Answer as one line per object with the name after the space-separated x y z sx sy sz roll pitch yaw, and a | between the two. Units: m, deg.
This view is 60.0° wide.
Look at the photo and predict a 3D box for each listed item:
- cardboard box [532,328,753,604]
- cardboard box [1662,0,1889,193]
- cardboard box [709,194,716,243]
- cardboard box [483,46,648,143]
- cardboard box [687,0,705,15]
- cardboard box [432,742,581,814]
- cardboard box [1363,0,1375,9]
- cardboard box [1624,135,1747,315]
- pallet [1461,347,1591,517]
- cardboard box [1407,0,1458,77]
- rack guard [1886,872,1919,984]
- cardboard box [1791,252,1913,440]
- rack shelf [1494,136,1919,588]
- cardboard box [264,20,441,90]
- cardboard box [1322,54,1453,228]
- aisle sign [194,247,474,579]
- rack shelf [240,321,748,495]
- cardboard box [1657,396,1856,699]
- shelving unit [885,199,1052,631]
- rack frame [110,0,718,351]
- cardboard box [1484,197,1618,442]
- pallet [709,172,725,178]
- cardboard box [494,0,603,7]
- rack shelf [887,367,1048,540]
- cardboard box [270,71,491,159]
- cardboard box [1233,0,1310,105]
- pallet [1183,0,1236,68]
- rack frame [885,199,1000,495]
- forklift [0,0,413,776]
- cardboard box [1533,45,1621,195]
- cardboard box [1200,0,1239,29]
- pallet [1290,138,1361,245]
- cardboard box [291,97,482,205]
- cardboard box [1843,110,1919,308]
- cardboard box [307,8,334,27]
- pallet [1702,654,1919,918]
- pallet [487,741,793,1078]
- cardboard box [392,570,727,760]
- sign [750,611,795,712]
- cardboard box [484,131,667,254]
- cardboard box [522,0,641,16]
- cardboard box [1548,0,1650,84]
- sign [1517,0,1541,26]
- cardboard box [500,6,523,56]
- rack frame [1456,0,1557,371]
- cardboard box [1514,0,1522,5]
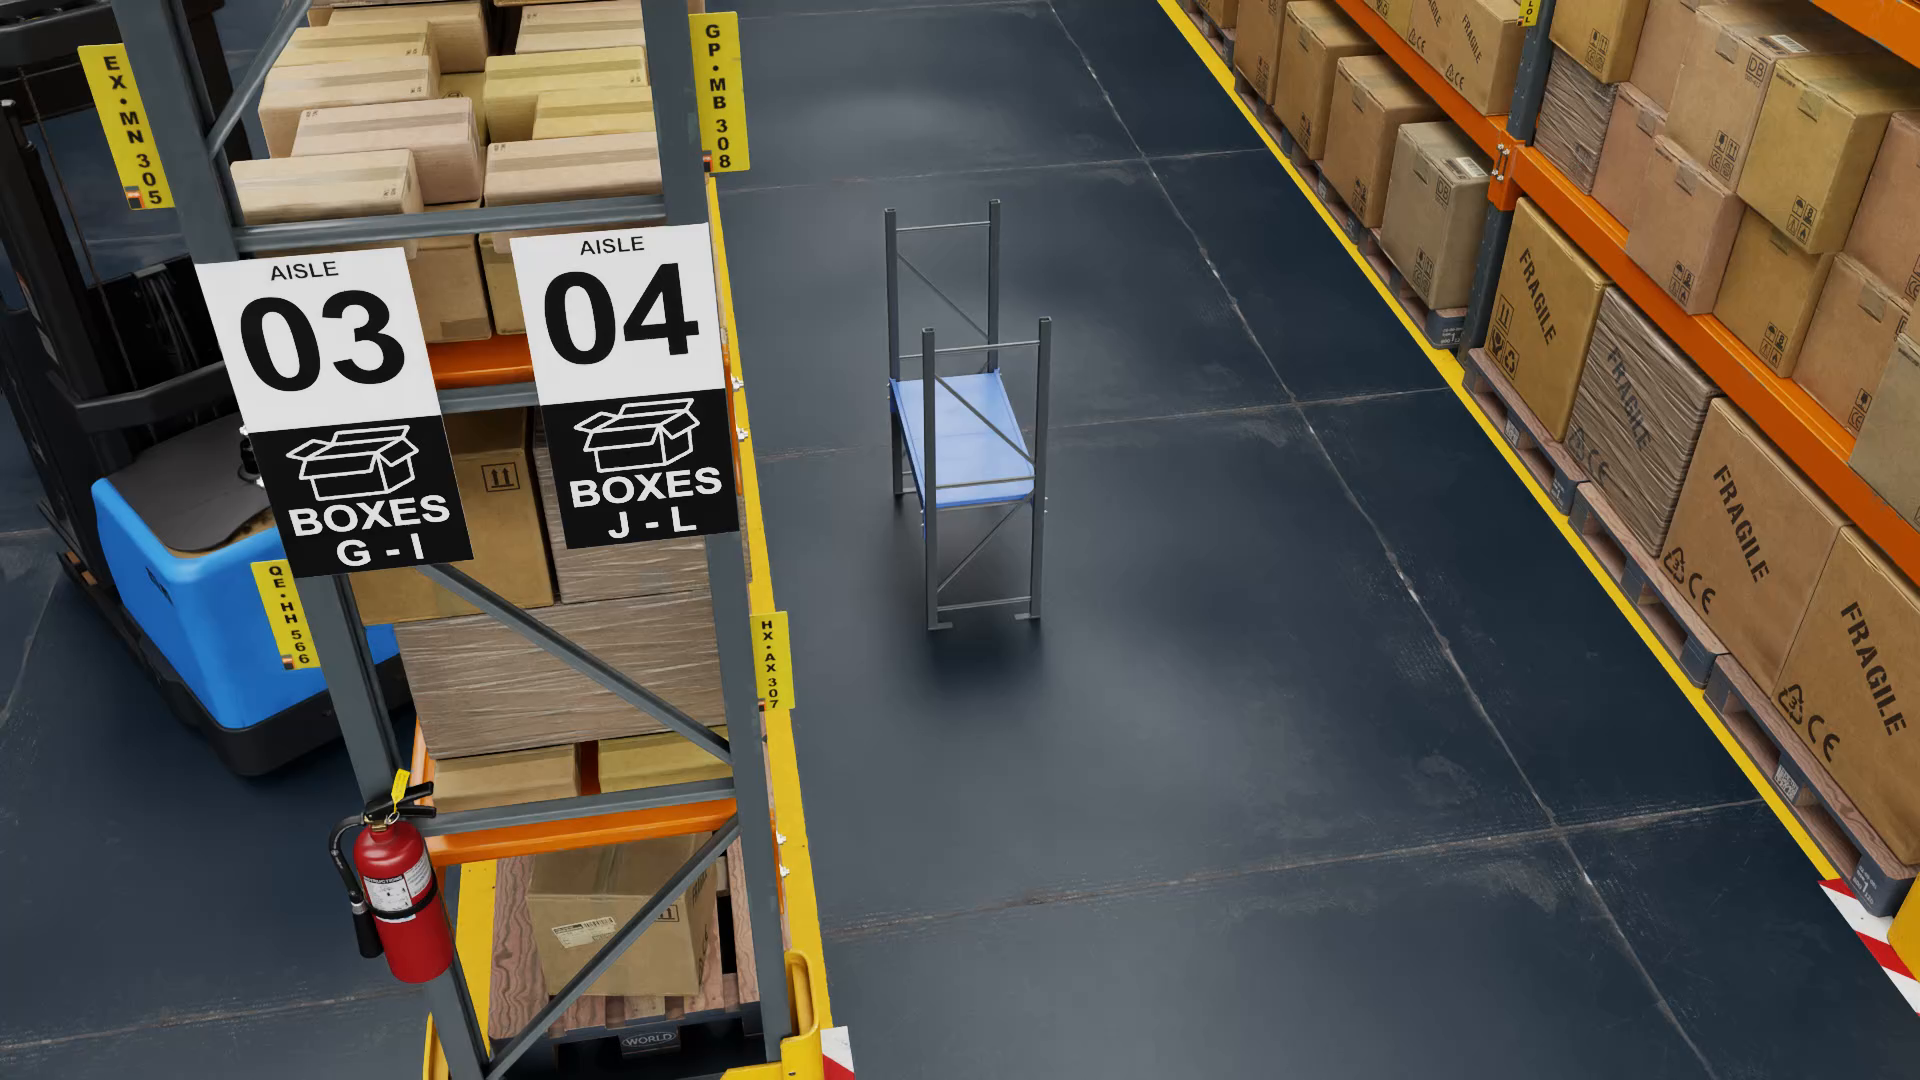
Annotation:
-0.839 -0.203 4.427 0.500 0.500 0.500 -6 38 -8 | cardboard box
3.390 -1.776 6.589 0.875 0.550 0.550 -6 38 -8 | cardboard box
-1.009 -0.807 5.205 0.500 0.500 0.500 -6 38 -8 | cardboard box
-0.947 -1.070 4.034 0.380 0.149 0.250 -7 38 -9 | cardboard box
-1.714 -2.603 7.824 1.000 1.000 1.000 -6 38 -8 | cardboard box
-1.264 0.660 4.660 0.380 0.149 0.250 -6 38 -8 | cardboard box
2.565 -3.420 9.626 0.500 0.500 0.500 -7 38 -8 | cardboard box
3.363 -1.347 6.916 0.875 0.550 0.550 -6 38 -8 | cardboard box
3.245 -0.609 8.362 1.003 0.211 1.213 -6 38 -8 | pallet
2.746 -2.809 8.839 0.500 0.500 0.500 -7 38 -8 | cardboard box
3.894 1.240 5.747 1.175 0.500 0.348 -6 38 -8 | rack guard
3.688 -0.722 6.112 0.875 0.550 0.550 -6 38 -8 | cardboard box
3.539 -0.686 6.774 1.077 0.370 4.000 -6 38 -8 | rack shelf
-1.520 -1.178 4.174 0.380 0.149 0.250 -6 38 -8 | cardboard box
2.826 -2.403 9.890 1.050 0.750 0.750 -6 38 -8 | cardboard box
-1.295 -0.246 3.503 0.394 0.787 0.004 -6 38 -8 | aisle sign
-1.361 -1.398 5.246 1.077 0.370 4.000 -6 38 -8 | rack shelf
3.550 -0.022 6.723 0.875 0.875 0.875 -7 38 -9 | cardboard box
0.015 -0.541 7.224 0.538 1.500 1.048 -6 38 -8 | shelving unit
-1.011 -1.658 2.550 1.000 3.000 0.127 -6 38 -8 | rack frame
3.230 -1.117 8.132 0.875 0.875 0.875 -6 38 -7 | cardboard box
-1.703 -2.107 8.173 1.003 0.211 1.213 -6 38 -8 | pallet
-1.005 -1.754 4.386 0.500 0.500 0.500 -6 38 -8 | cardboard box
0.015 -0.399 7.334 0.538 0.185 1.000 -6 38 -8 | rack shelf
-1.436 -0.980 4.243 0.500 0.250 0.500 -6 38 -8 | cardboard box
2.506 -3.494 11.293 1.050 0.750 0.750 -7 38 -9 | cardboard box
2.352 -3.965 12.681 1.003 0.211 1.213 -6 38 -8 | pallet
-0.074 -0.848 7.619 0.500 1.500 0.032 -6 38 -8 | rack frame
-3.396 -1.060 6.725 1.130 2.935 3.031 -29 46 -32 | forklift
3.265 -2.015 7.777 0.875 0.550 0.550 -6 38 -8 | cardboard box
2.115 -4.142 12.331 0.500 0.500 0.500 -6 38 -8 | cardboard box
2.762 -2.273 10.504 1.003 0.211 1.213 -6 38 -8 | pallet
-1.297 -0.876 3.785 0.380 0.149 0.250 -7 38 -9 | cardboard box
3.711 -1.151 5.784 0.875 0.550 0.550 -6 38 -8 | cardboard box
-1.588 -1.493 4.579 0.380 0.149 0.250 -8 39 -10 | cardboard box
3.673 0.865 6.465 1.003 0.211 1.213 -6 38 -8 | pallet
-1.132 1.272 5.941 1.003 0.211 1.213 -6 38 -8 | pallet
-1.080 0.219 4.700 0.875 0.500 0.500 -6 38 -8 | cardboard box
-0.477 0.310 4.200 0.100 0.325 0.005 -6 38 -8 | sign
-0.831 -0.763 3.640 0.380 0.149 0.250 -6 38 -8 | cardboard box
-0.963 -1.389 4.445 0.380 0.149 0.250 -6 38 -8 | cardboard box
3.220 -2.437 7.439 0.875 0.550 0.550 -6 38 -8 | cardboard box
2.656 -2.539 7.695 0.100 0.325 0.005 -6 38 -8 | sign
-1.020 -1.344 4.712 0.500 0.250 0.500 -6 38 -8 | cardboard box
3.189 -2.178 8.108 1.000 3.000 0.127 -6 38 -8 | rack frame
3.096 -2.911 8.156 0.700 0.500 0.500 -7 38 -9 | cardboard box
